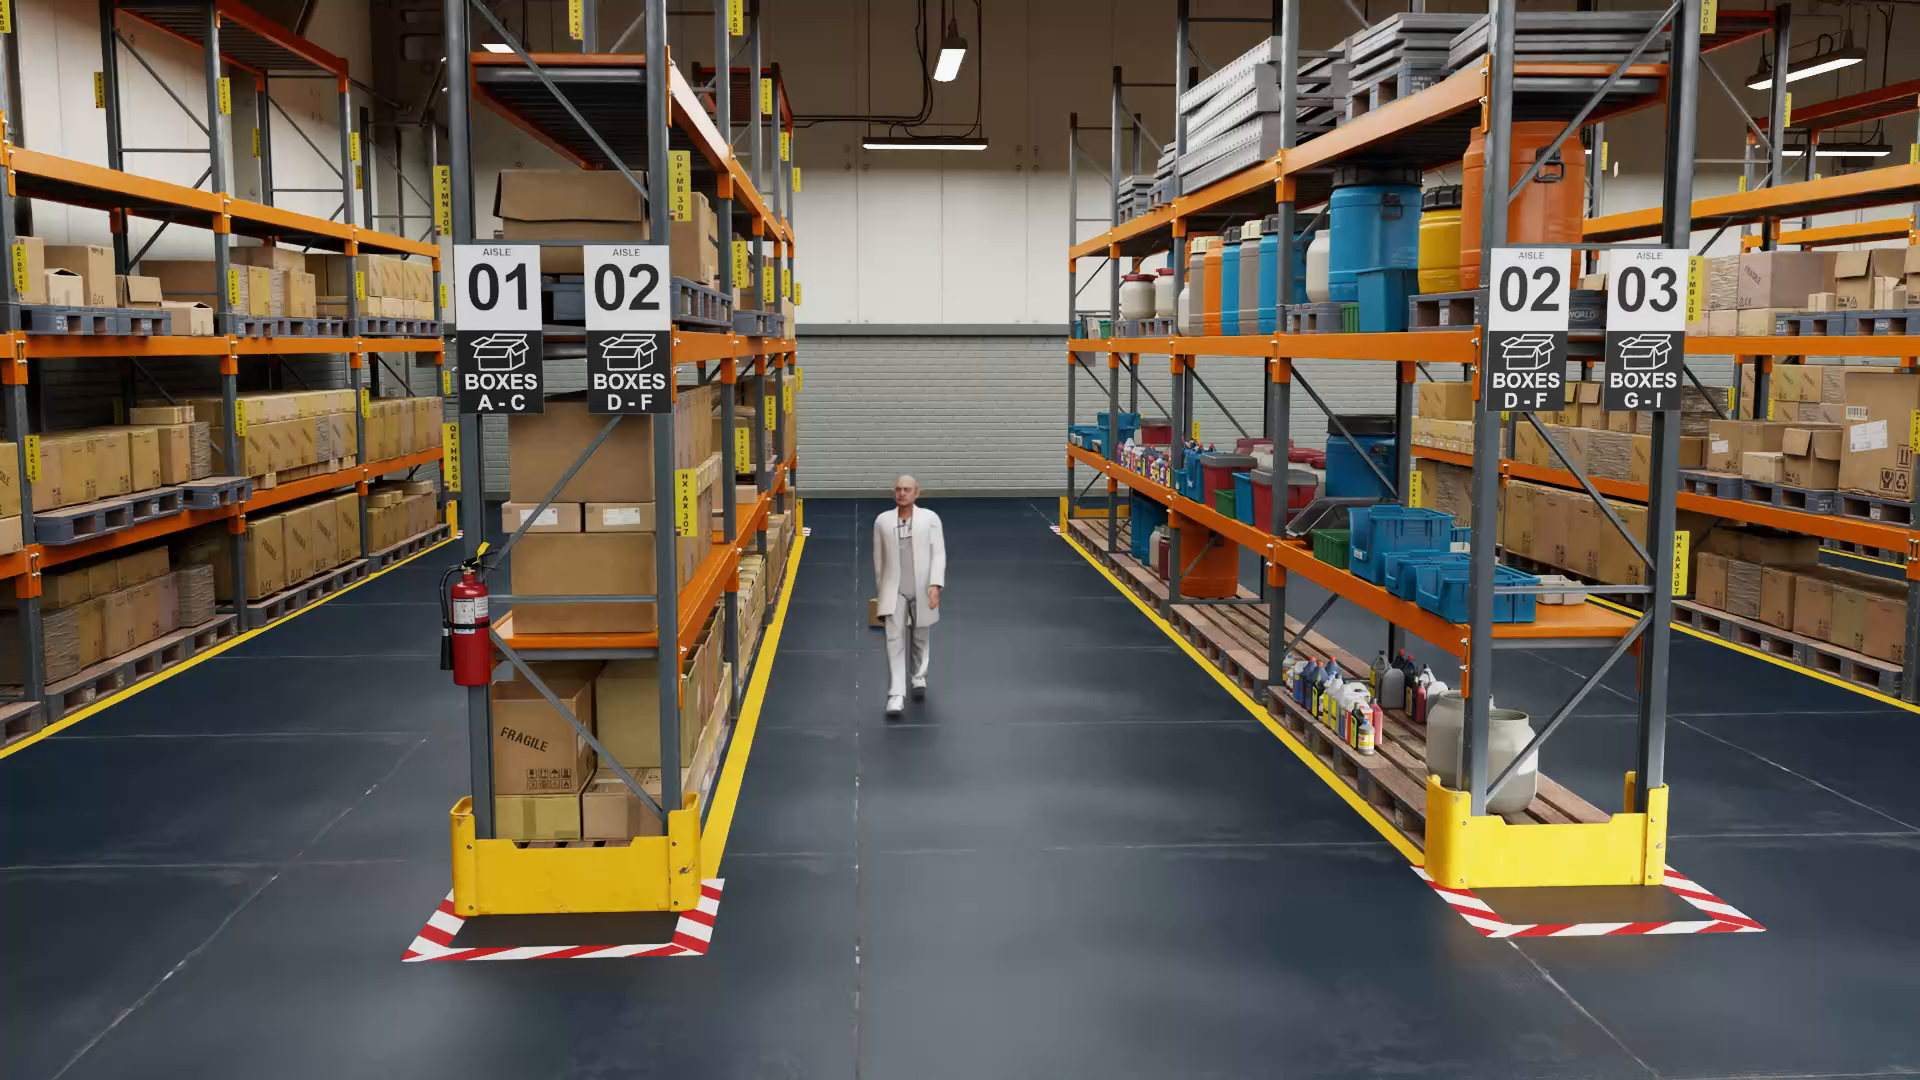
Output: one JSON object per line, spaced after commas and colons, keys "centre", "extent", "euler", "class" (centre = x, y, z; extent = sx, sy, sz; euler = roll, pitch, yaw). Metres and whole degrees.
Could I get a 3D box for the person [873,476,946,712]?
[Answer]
{"centre": [-0.385, 0.381, 12.573], "extent": [0.557, 1.727, 1.125], "euler": [0, 7, 0], "class": "person"}
